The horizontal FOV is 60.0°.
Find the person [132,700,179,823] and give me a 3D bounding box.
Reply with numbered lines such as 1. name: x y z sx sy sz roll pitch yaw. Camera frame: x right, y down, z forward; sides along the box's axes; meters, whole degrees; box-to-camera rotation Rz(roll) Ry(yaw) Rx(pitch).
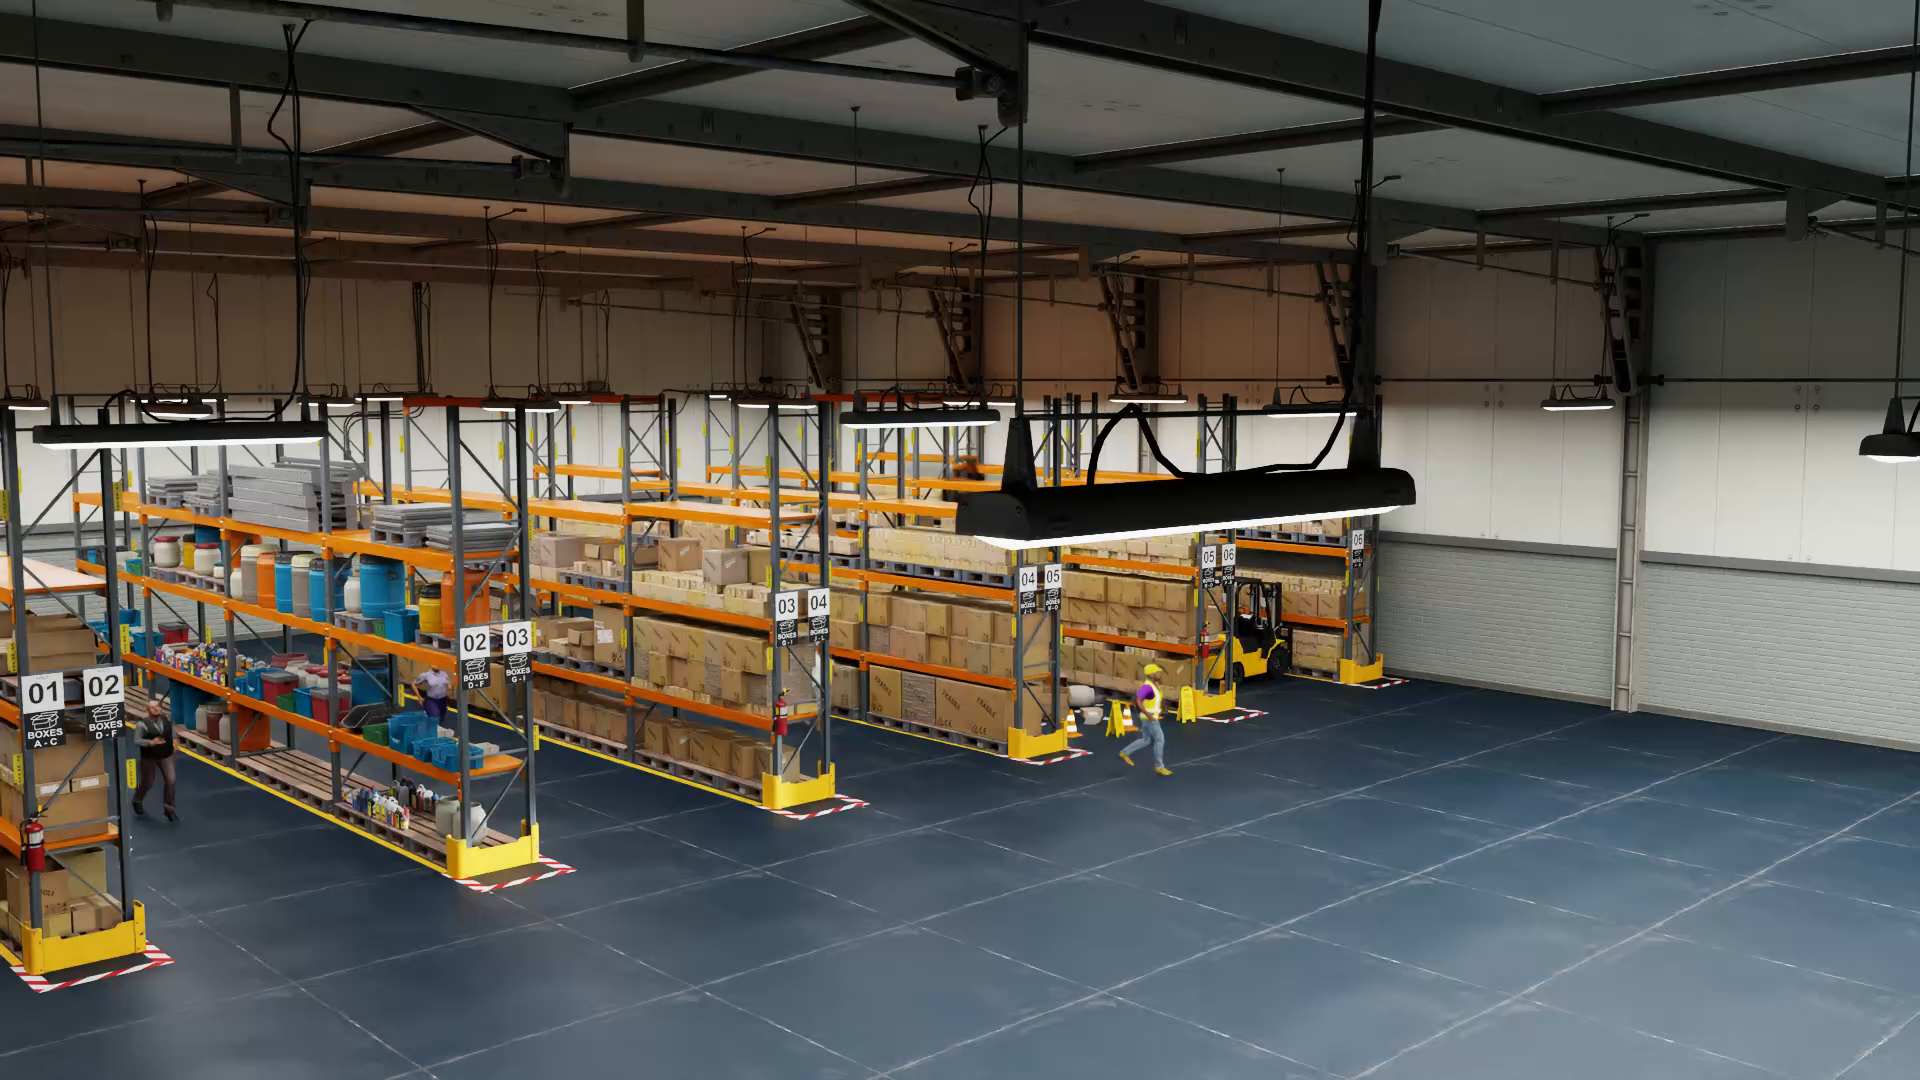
1. person: -11.580 3.165 23.930 0.908 1.768 0.663 5 7 42

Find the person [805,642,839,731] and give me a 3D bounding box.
1. person: -2.498 2.593 29.838 0.730 1.726 0.594 -5 8 -44

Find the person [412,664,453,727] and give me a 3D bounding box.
1. person: -8.840 2.809 27.983 0.775 1.708 0.582 4 7 35

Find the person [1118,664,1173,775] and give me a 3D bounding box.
1. person: 2.998 2.861 26.725 0.890 1.772 0.710 1 6 9
